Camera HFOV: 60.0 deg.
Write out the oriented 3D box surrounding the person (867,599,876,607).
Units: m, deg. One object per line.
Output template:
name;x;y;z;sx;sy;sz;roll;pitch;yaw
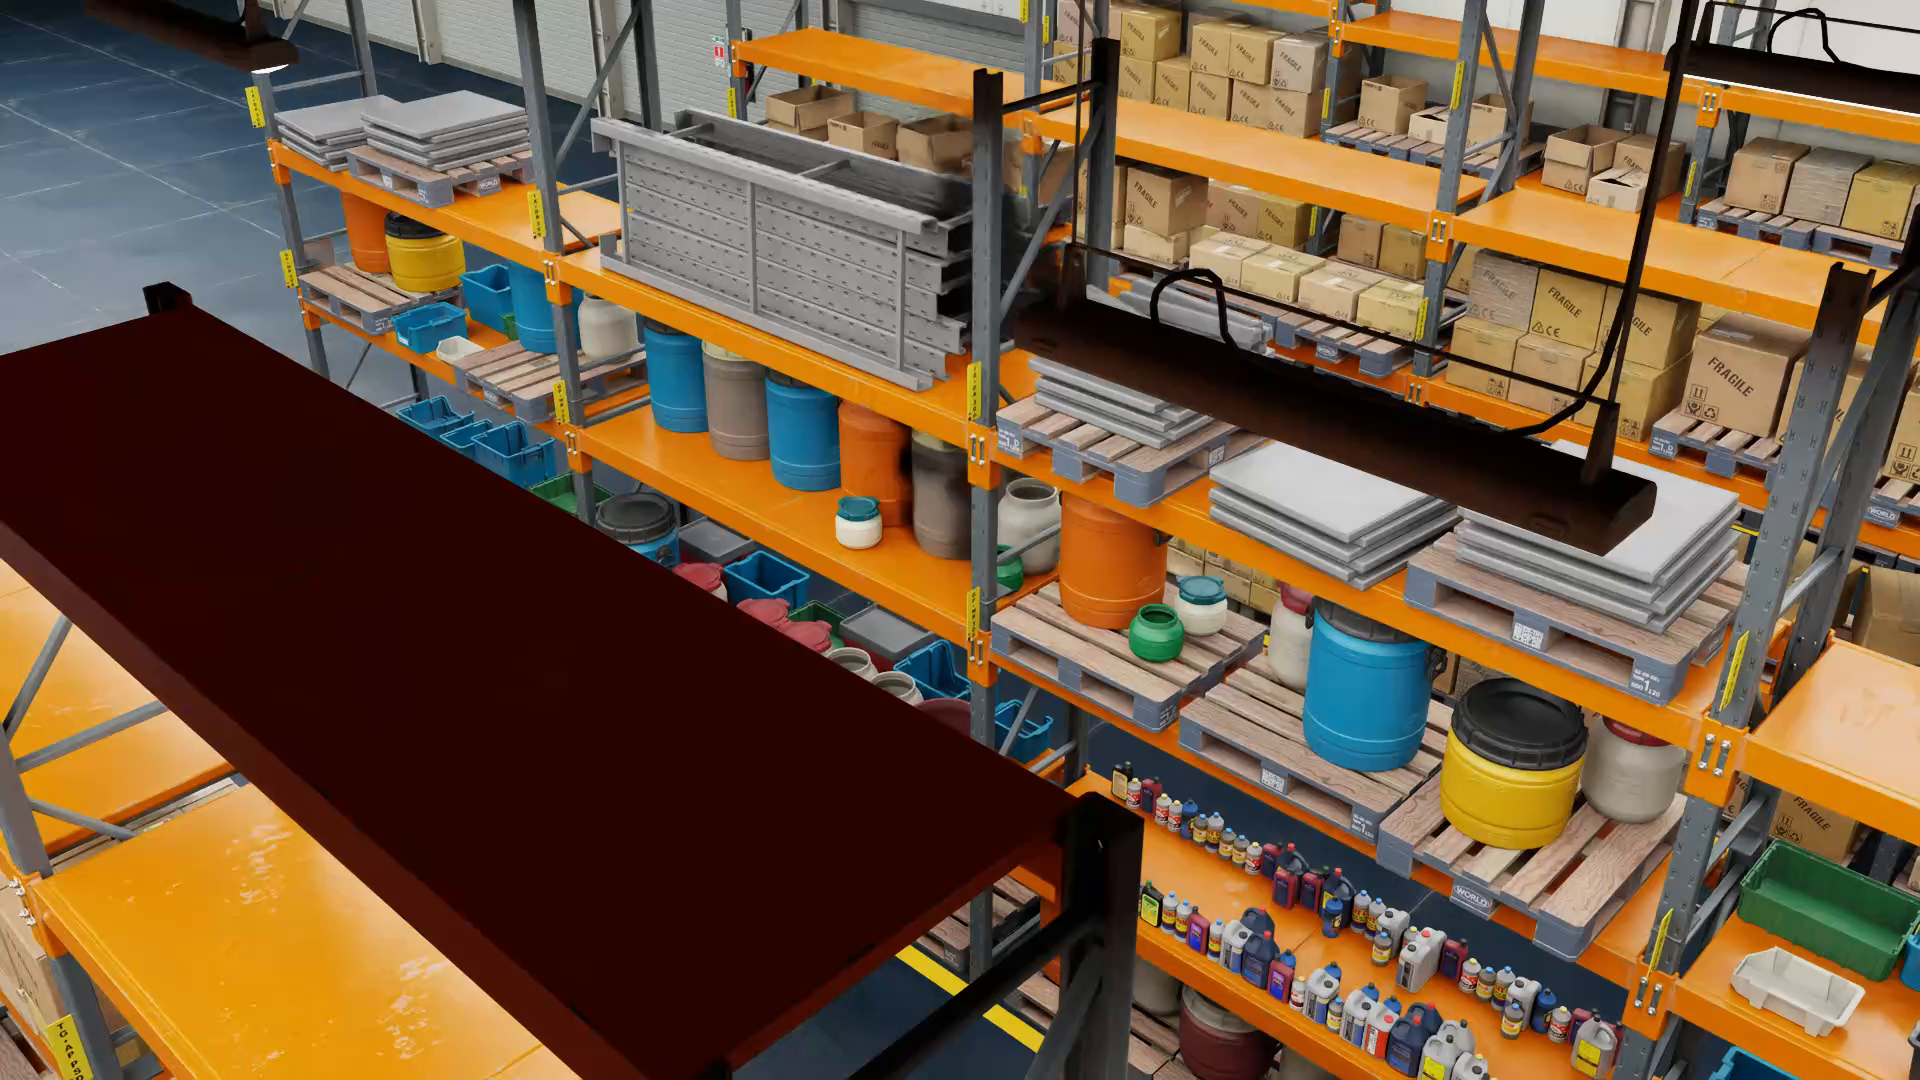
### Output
person;-0.595;0.528;13.689;0.605;1.616;0.628;-20;35;-31
